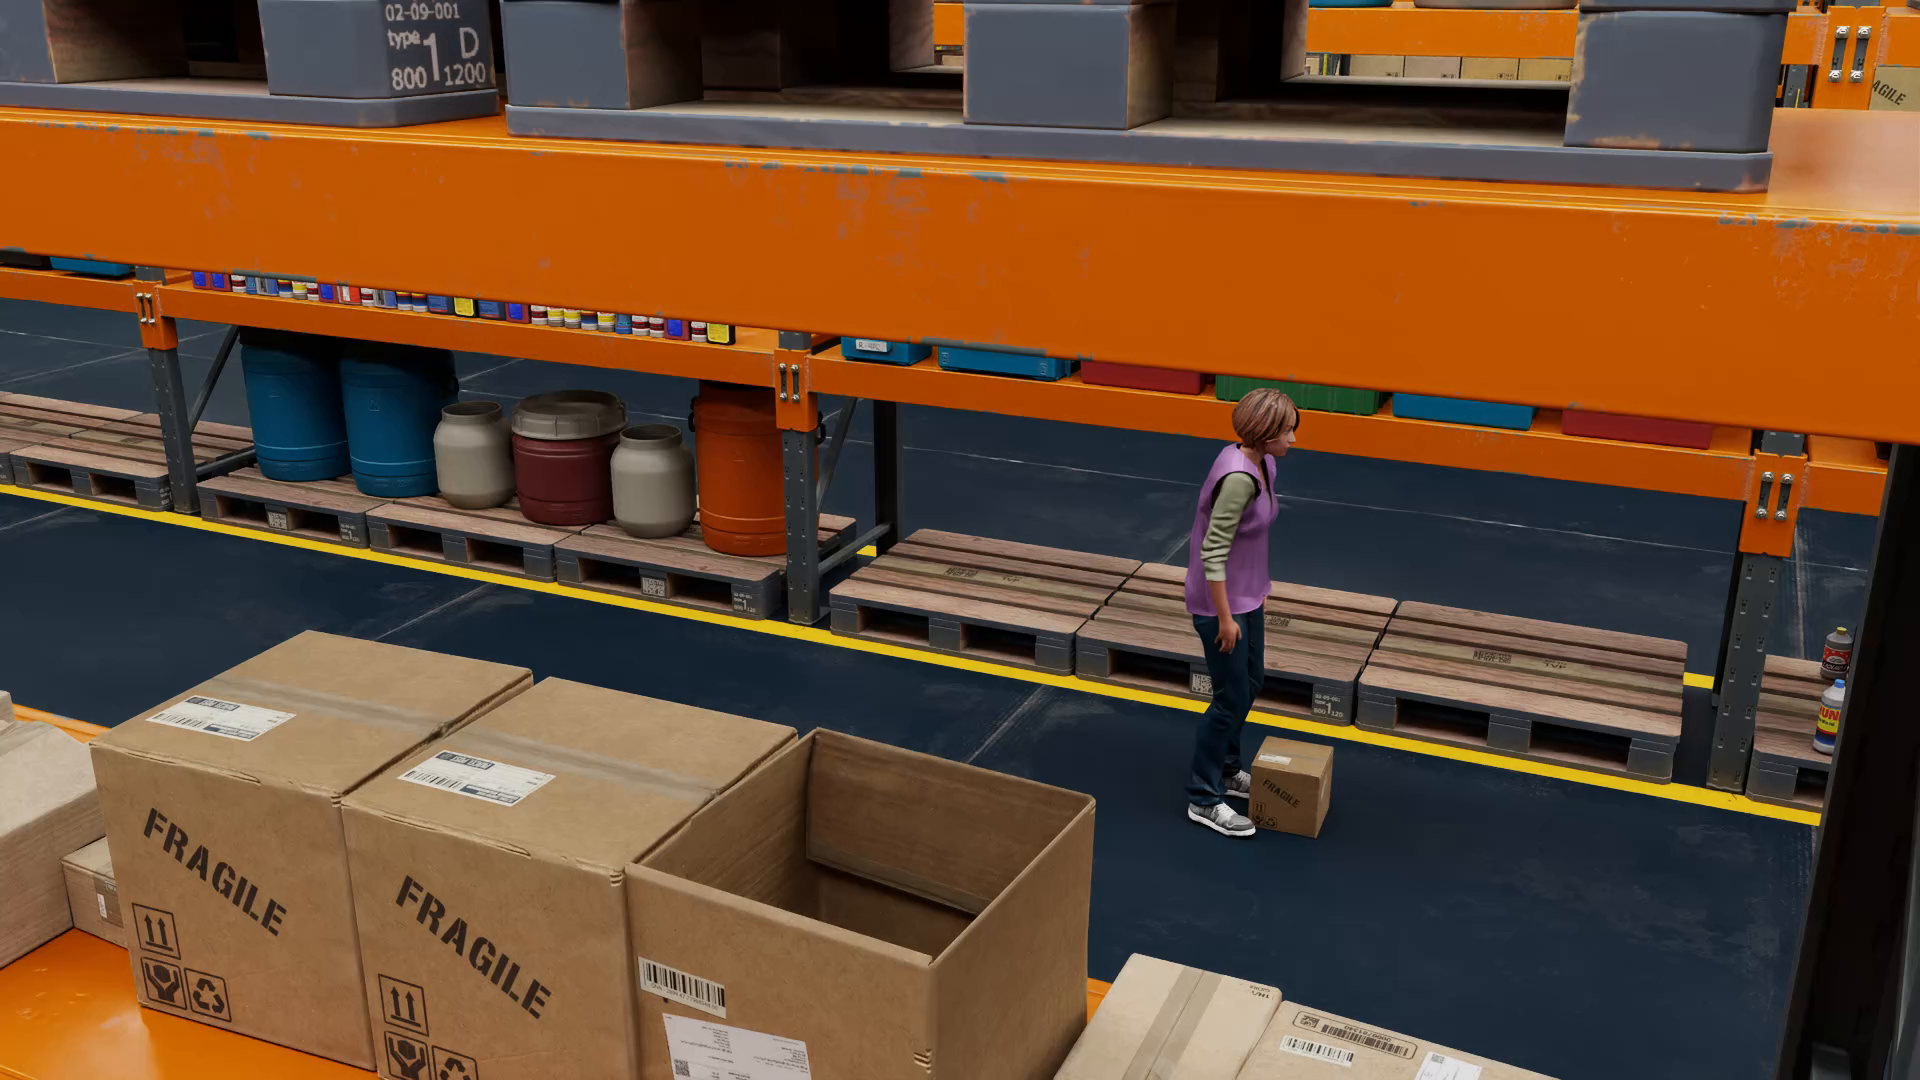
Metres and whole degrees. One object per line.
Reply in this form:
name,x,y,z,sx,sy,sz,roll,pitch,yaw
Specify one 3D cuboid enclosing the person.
person,0.981,0.235,5.915,0.347,1.593,0.459,9,21,23
